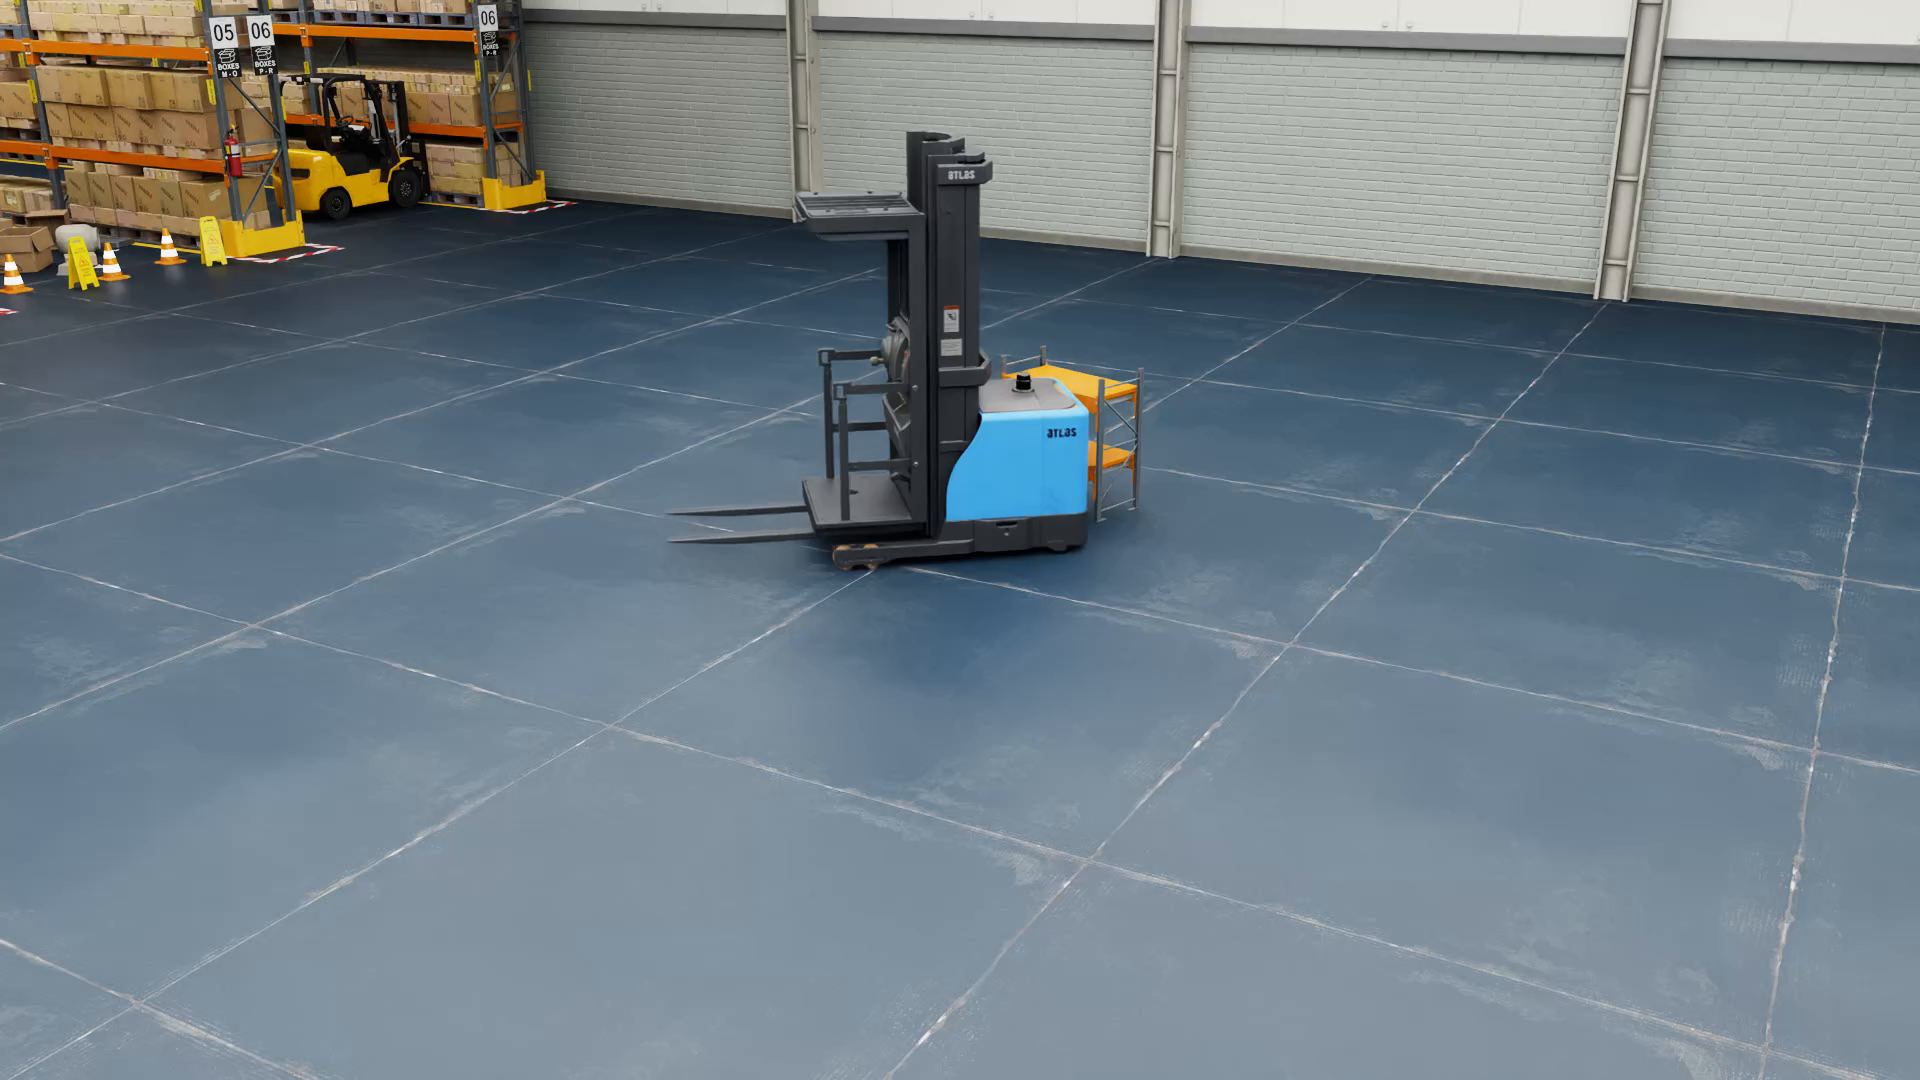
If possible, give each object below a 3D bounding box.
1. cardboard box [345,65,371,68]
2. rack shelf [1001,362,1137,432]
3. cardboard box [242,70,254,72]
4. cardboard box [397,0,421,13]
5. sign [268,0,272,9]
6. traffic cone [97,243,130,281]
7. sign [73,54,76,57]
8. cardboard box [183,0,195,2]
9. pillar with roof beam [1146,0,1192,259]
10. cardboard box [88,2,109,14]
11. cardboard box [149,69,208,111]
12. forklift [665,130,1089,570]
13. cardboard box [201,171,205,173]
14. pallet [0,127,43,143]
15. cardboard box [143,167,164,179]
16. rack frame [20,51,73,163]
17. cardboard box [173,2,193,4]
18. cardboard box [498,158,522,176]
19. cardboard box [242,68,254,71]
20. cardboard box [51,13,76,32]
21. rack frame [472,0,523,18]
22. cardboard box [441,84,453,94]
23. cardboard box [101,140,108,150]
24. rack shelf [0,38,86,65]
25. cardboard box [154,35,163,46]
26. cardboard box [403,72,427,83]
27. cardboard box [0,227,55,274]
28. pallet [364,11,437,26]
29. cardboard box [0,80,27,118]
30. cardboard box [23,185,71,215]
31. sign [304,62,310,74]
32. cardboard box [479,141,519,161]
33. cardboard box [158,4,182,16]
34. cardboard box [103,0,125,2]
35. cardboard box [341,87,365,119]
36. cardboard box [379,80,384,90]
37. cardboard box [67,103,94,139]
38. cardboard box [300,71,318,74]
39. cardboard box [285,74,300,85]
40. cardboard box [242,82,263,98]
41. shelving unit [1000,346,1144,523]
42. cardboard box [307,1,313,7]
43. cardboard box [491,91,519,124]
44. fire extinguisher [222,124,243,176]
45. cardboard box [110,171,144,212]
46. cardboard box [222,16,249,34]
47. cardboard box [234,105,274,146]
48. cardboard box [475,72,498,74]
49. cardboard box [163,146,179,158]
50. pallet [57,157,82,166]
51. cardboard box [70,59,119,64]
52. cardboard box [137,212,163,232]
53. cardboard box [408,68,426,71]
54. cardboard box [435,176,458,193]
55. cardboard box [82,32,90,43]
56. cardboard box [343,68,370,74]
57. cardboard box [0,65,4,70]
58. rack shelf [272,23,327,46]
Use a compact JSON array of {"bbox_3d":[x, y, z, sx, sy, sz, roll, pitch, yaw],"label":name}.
[{"bbox_3d":[-10.515,-8.218,29.087,0.250,0.149,0.380,11,23,27],"label":"cardboard box"},{"bbox_3d":[0.860,-1.123,12.954,0.538,0.278,1.000,-19,27,-41],"label":"rack shelf"},{"bbox_3d":[-12.893,-8.340,29.859,0.250,0.149,0.380,11,23,27],"label":"cardboard box"},{"bbox_3d":[-8.800,-8.927,27.267,0.500,0.500,0.700,11,23,28],"label":"cardboard box"},{"bbox_3d":[-9.602,-7.528,23.039,0.005,0.325,0.100,11,23,27],"label":"sign"},{"bbox_3d":[-11.116,-3.654,21.759,0.334,0.463,0.336,11,23,27],"label":"traffic cone"},{"bbox_3d":[-17.658,-9.730,33.091,0.005,0.325,0.100,11,23,27],"label":"sign"},{"bbox_3d":[-13.431,-9.809,29.699,0.500,0.500,0.700,10,22,26],"label":"cardboard box"},{"bbox_3d":[0.759,-6.951,18.331,0.400,9.000,9.100,11,23,27],"label":"pillar with roof beam"},{"bbox_3d":[-12.079,-7.528,23.519,0.250,0.149,0.380,10,22,26],"label":"cardboard box"},{"bbox_3d":[-10.857,-6.309,23.310,0.500,0.500,0.700,11,23,28],"label":"cardboard box"},{"bbox_3d":[-0.634,-1.363,11.825,3.031,2.935,1.130,-4,20,-10],"label":"forklift"},{"bbox_3d":[-11.350,-5.195,24.604,0.500,0.500,0.500,11,23,28],"label":"cardboard box"},{"bbox_3d":[-13.955,-6.291,25.591,1.213,0.211,1.003,11,23,27],"label":"pallet"},{"bbox_3d":[-11.494,-5.292,23.920,0.250,0.149,0.380,12,23,30],"label":"cardboard box"},{"bbox_3d":[-17.925,-9.020,32.831,0.127,3.000,1.000,11,23,27],"label":"rack frame"},{"bbox_3d":[-10.939,-7.506,23.459,0.250,0.149,0.380,11,23,27],"label":"cardboard box"},{"bbox_3d":[-7.758,-6.304,28.028,0.500,0.250,0.500,11,23,28],"label":"cardboard box"},{"bbox_3d":[-12.874,-8.538,30.405,0.250,0.149,0.380,10,22,26],"label":"cardboard box"},{"bbox_3d":[-12.653,-7.453,23.897,0.500,0.250,0.500,11,22,27],"label":"cardboard box"},{"bbox_3d":[-7.449,-9.844,26.307,0.127,3.000,1.000,11,23,27],"label":"rack frame"},{"bbox_3d":[-8.323,-7.445,27.393,0.250,0.149,0.380,11,23,28],"label":"cardboard box"},{"bbox_3d":[-12.301,-5.797,24.315,0.250,0.149,0.380,11,23,27],"label":"cardboard box"},{"bbox_3d":[-15.105,-7.615,25.616,4.000,0.370,1.077,11,23,27],"label":"rack shelf"},{"bbox_3d":[-10.952,-6.962,23.128,0.250,0.149,0.380,11,23,28],"label":"cardboard box"},{"bbox_3d":[-9.028,-7.695,27.646,0.250,0.149,0.380,11,23,28],"label":"cardboard box"},{"bbox_3d":[-12.635,-3.911,22.408,0.637,0.503,0.797,-4,20,-10],"label":"cardboard box"},{"bbox_3d":[-9.123,-8.720,27.737,1.213,0.211,1.003,11,23,27],"label":"pallet"},{"bbox_3d":[-14.307,-6.686,25.199,0.500,0.500,0.500,11,23,28],"label":"cardboard box"},{"bbox_3d":[-13.818,-5.260,25.703,0.625,0.372,0.950,11,23,28],"label":"cardboard box"},{"bbox_3d":[-11.197,-8.033,28.530,0.005,0.325,0.100,11,23,27],"label":"sign"},{"bbox_3d":[-7.776,-6.535,27.932,0.500,0.250,0.500,10,22,26],"label":"cardboard box"},{"bbox_3d":[-10.744,-7.272,22.814,0.250,0.149,0.380,11,22,27],"label":"cardboard box"},{"bbox_3d":[-12.237,-7.796,24.257,0.250,0.149,0.380,12,23,29],"label":"cardboard box"},{"bbox_3d":[-10.218,-7.503,28.504,0.500,0.500,0.500,11,23,28],"label":"cardboard box"},{"bbox_3d":[-9.688,-7.688,28.064,0.250,0.149,0.380,10,22,26],"label":"cardboard box"},{"bbox_3d":[-12.661,-6.165,24.379,0.500,0.500,0.500,11,23,27],"label":"cardboard box"},{"bbox_3d":[-11.570,-8.265,29.655,0.250,0.149,0.380,11,23,27],"label":"cardboard box"},{"bbox_3d":[-11.582,-8.069,29.114,0.250,0.149,0.380,10,22,27],"label":"cardboard box"},{"bbox_3d":[-12.391,-8.029,29.588,0.500,0.250,0.500,11,23,28],"label":"cardboard box"},{"bbox_3d":[0.860,-0.848,13.054,0.538,1.125,1.048,-19,27,-41],"label":"shelving unit"},{"bbox_3d":[-11.587,-9.425,29.157,0.250,0.149,0.380,11,23,27],"label":"cardboard box"},{"bbox_3d":[-7.746,-7.236,27.768,0.500,0.500,0.500,12,23,29],"label":"cardboard box"},{"bbox_3d":[-9.991,-5.353,22.837,0.183,0.674,0.296,11,23,27],"label":"fire extinguisher"},{"bbox_3d":[-12.050,-5.118,24.391,0.500,0.500,0.500,12,23,30],"label":"cardboard box"},{"bbox_3d":[-10.176,-7.188,23.167,0.500,0.250,0.500,10,22,26],"label":"cardboard box"},{"bbox_3d":[-10.145,-5.894,23.632,0.500,0.500,0.500,10,22,26],"label":"cardboard box"},{"bbox_3d":[-7.840,-7.698,27.654,0.250,0.149,0.380,12,23,29],"label":"cardboard box"},{"bbox_3d":[-11.026,-5.518,23.547,0.250,0.149,0.380,11,23,28],"label":"cardboard box"},{"bbox_3d":[-17.197,-7.585,32.965,1.213,0.211,1.003,11,23,27],"label":"pallet"},{"bbox_3d":[-16.475,-8.900,31.740,0.500,0.500,0.700,11,23,27],"label":"cardboard box"},{"bbox_3d":[-11.612,-4.679,24.281,0.500,0.250,0.500,10,22,25],"label":"cardboard box"},{"bbox_3d":[-9.207,-7.944,28.332,0.250,0.149,0.380,12,23,29],"label":"cardboard box"},{"bbox_3d":[-8.443,-5.998,27.919,0.500,0.250,0.500,11,23,27],"label":"cardboard box"},{"bbox_3d":[-12.308,-7.208,23.808,0.250,0.149,0.380,10,22,26],"label":"cardboard box"},{"bbox_3d":[-10.308,-7.983,28.441,0.250,0.149,0.380,10,22,26],"label":"cardboard box"},{"bbox_3d":[-15.285,-7.377,26.154,0.250,0.149,0.380,10,22,25],"label":"cardboard box"},{"bbox_3d":[-12.687,-9.094,29.692,4.000,0.370,1.077,11,23,27],"label":"rack shelf"}]
